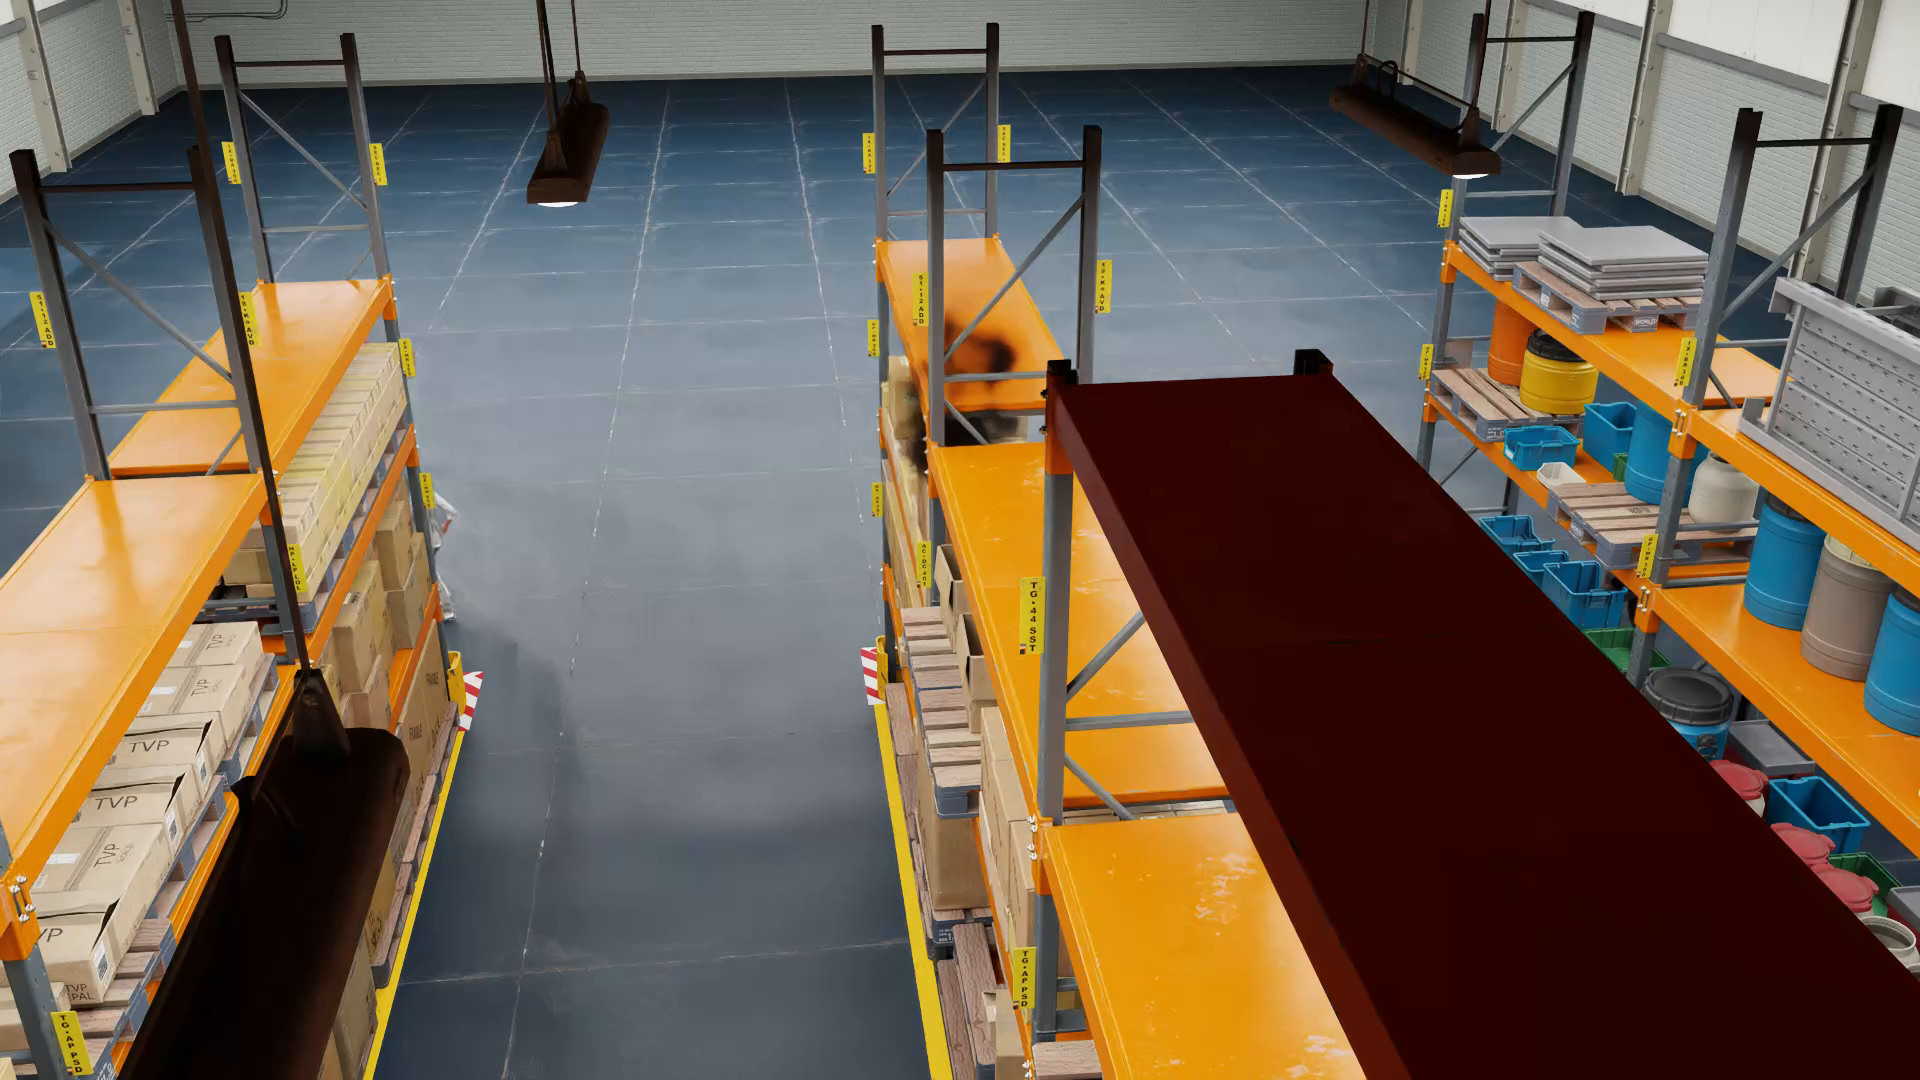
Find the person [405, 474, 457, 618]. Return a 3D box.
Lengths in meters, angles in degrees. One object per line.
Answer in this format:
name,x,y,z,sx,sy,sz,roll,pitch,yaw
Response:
person,-5.341,0.024,16.592,0.637,1.566,0.509,17,30,31

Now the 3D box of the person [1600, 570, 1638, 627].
person,6.297,0.402,15.707,0.714,1.684,0.621,-5,26,-11
